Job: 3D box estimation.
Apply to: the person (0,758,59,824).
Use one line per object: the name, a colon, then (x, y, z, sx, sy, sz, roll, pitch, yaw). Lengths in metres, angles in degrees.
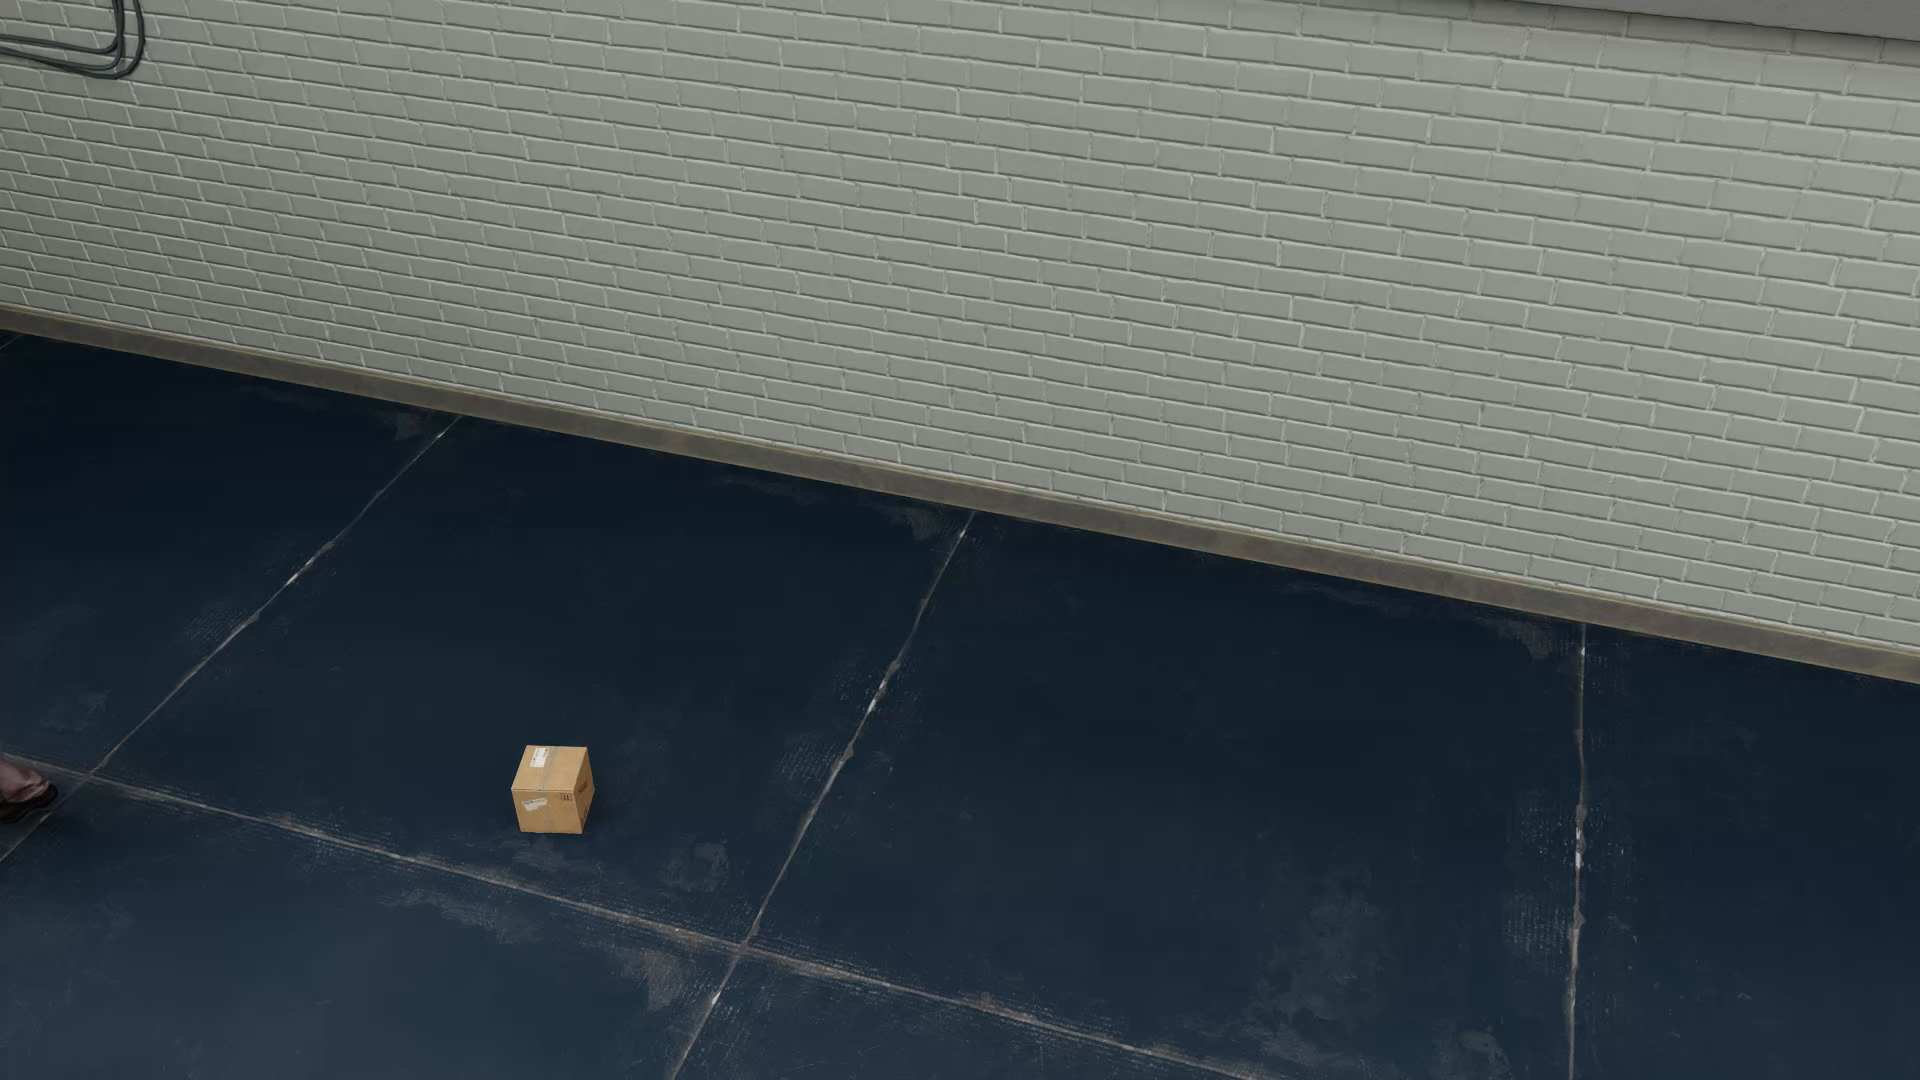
person: (-4.094, 0.578, 6.142, 0.977, 1.677, 0.533, -7, 37, -9)
